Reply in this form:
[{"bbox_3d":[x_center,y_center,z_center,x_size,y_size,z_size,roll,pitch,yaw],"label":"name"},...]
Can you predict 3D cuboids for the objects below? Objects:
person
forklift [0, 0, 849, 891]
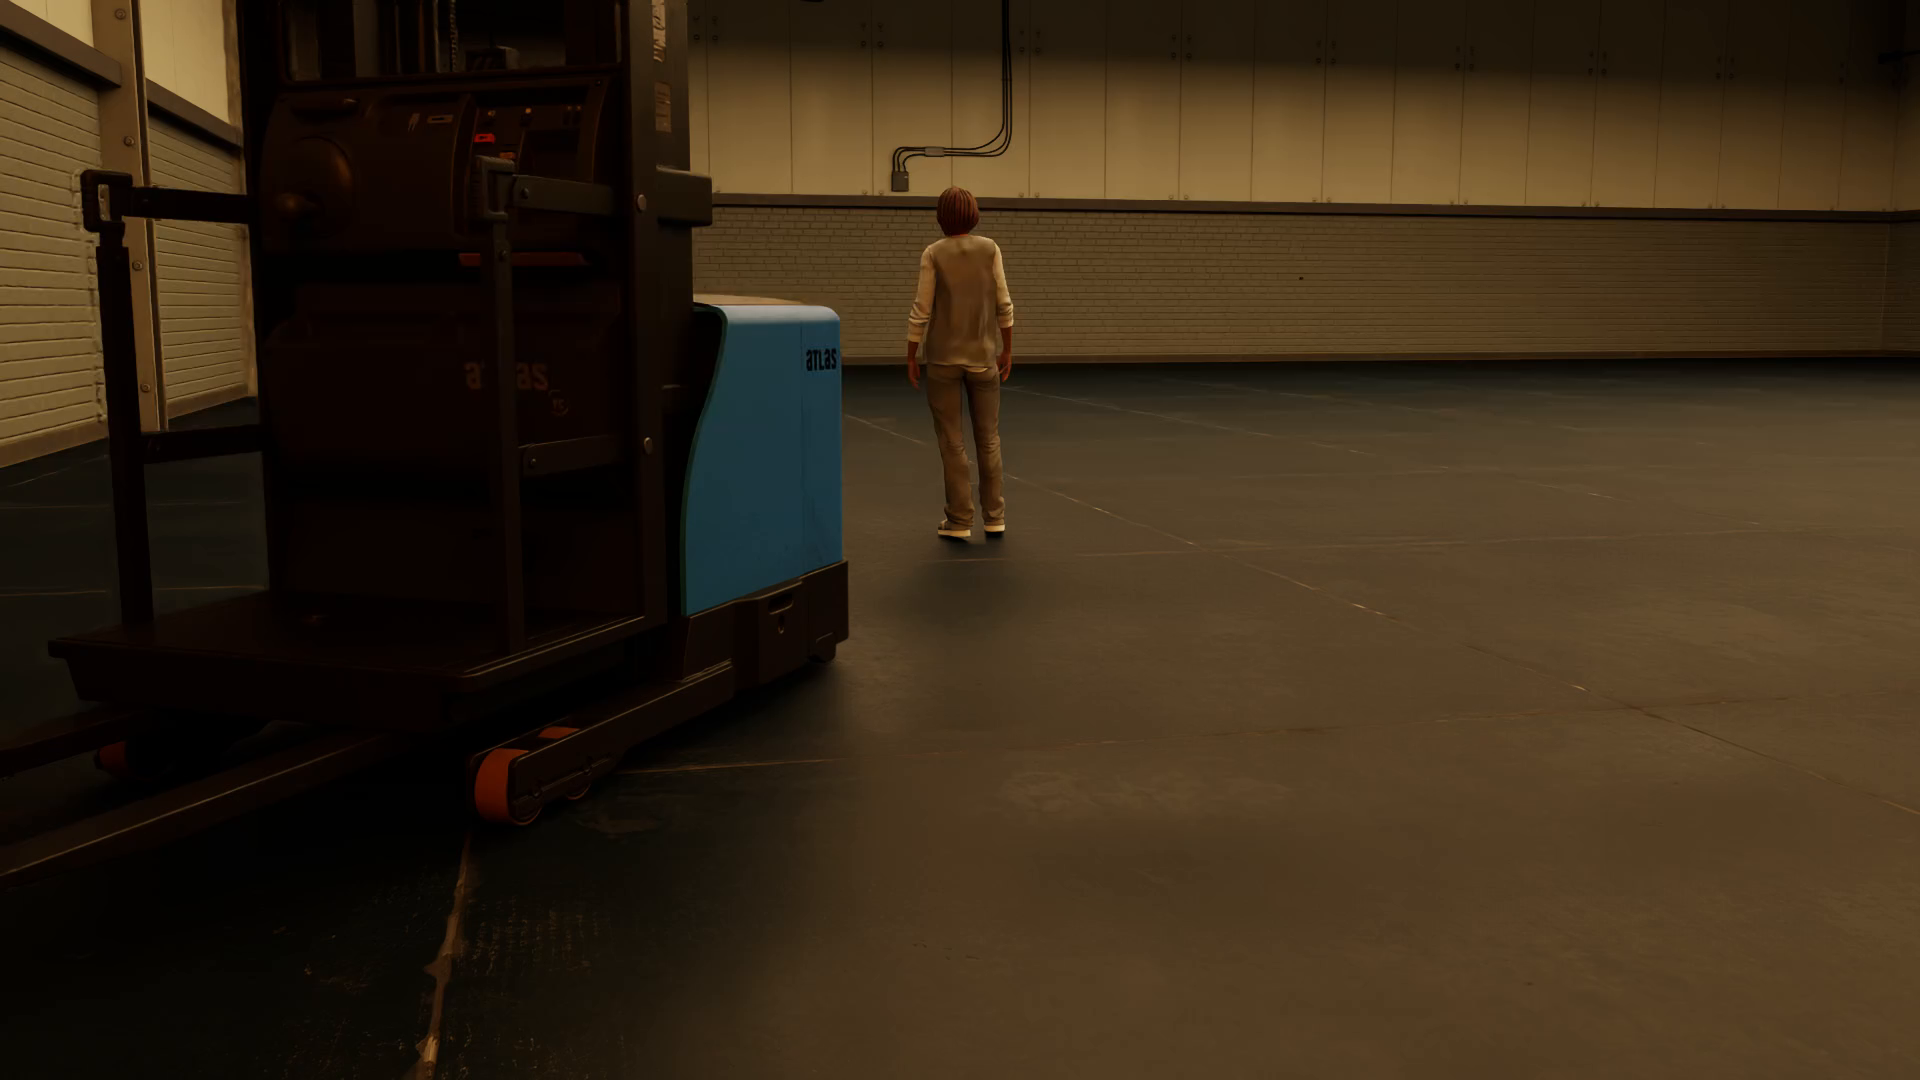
[{"bbox_3d":[-0.004,-0.809,7.671,0.520,1.599,0.473,-2,8,-13],"label":"person"},{"bbox_3d":[-1.309,-0.919,3.700,1.130,2.935,3.031,3,8,19],"label":"forklift"}]
